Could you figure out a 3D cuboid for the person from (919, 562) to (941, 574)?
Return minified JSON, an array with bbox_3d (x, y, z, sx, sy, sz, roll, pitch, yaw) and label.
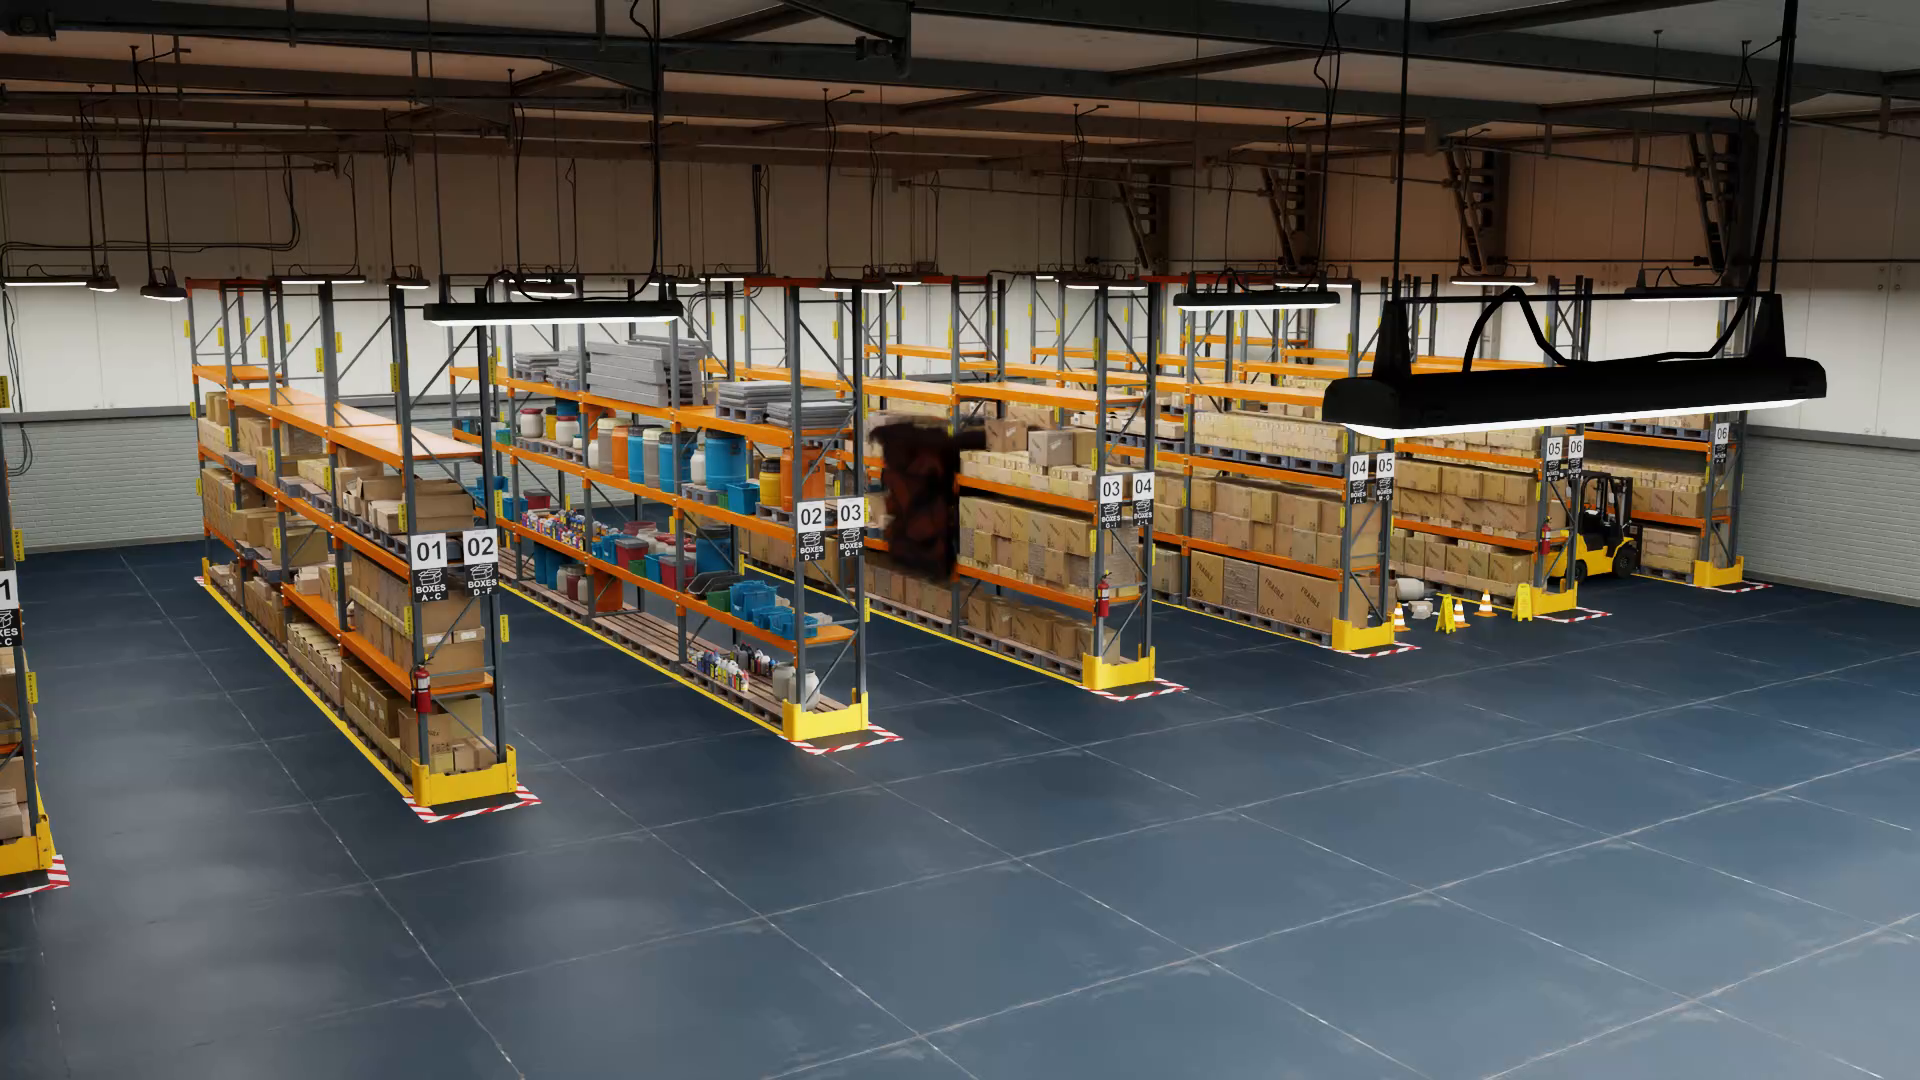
[{"bbox_3d":[-0.526,-0.030,32.861,0.640,1.791,0.623,-1,10,-6],"label":"person"}]
